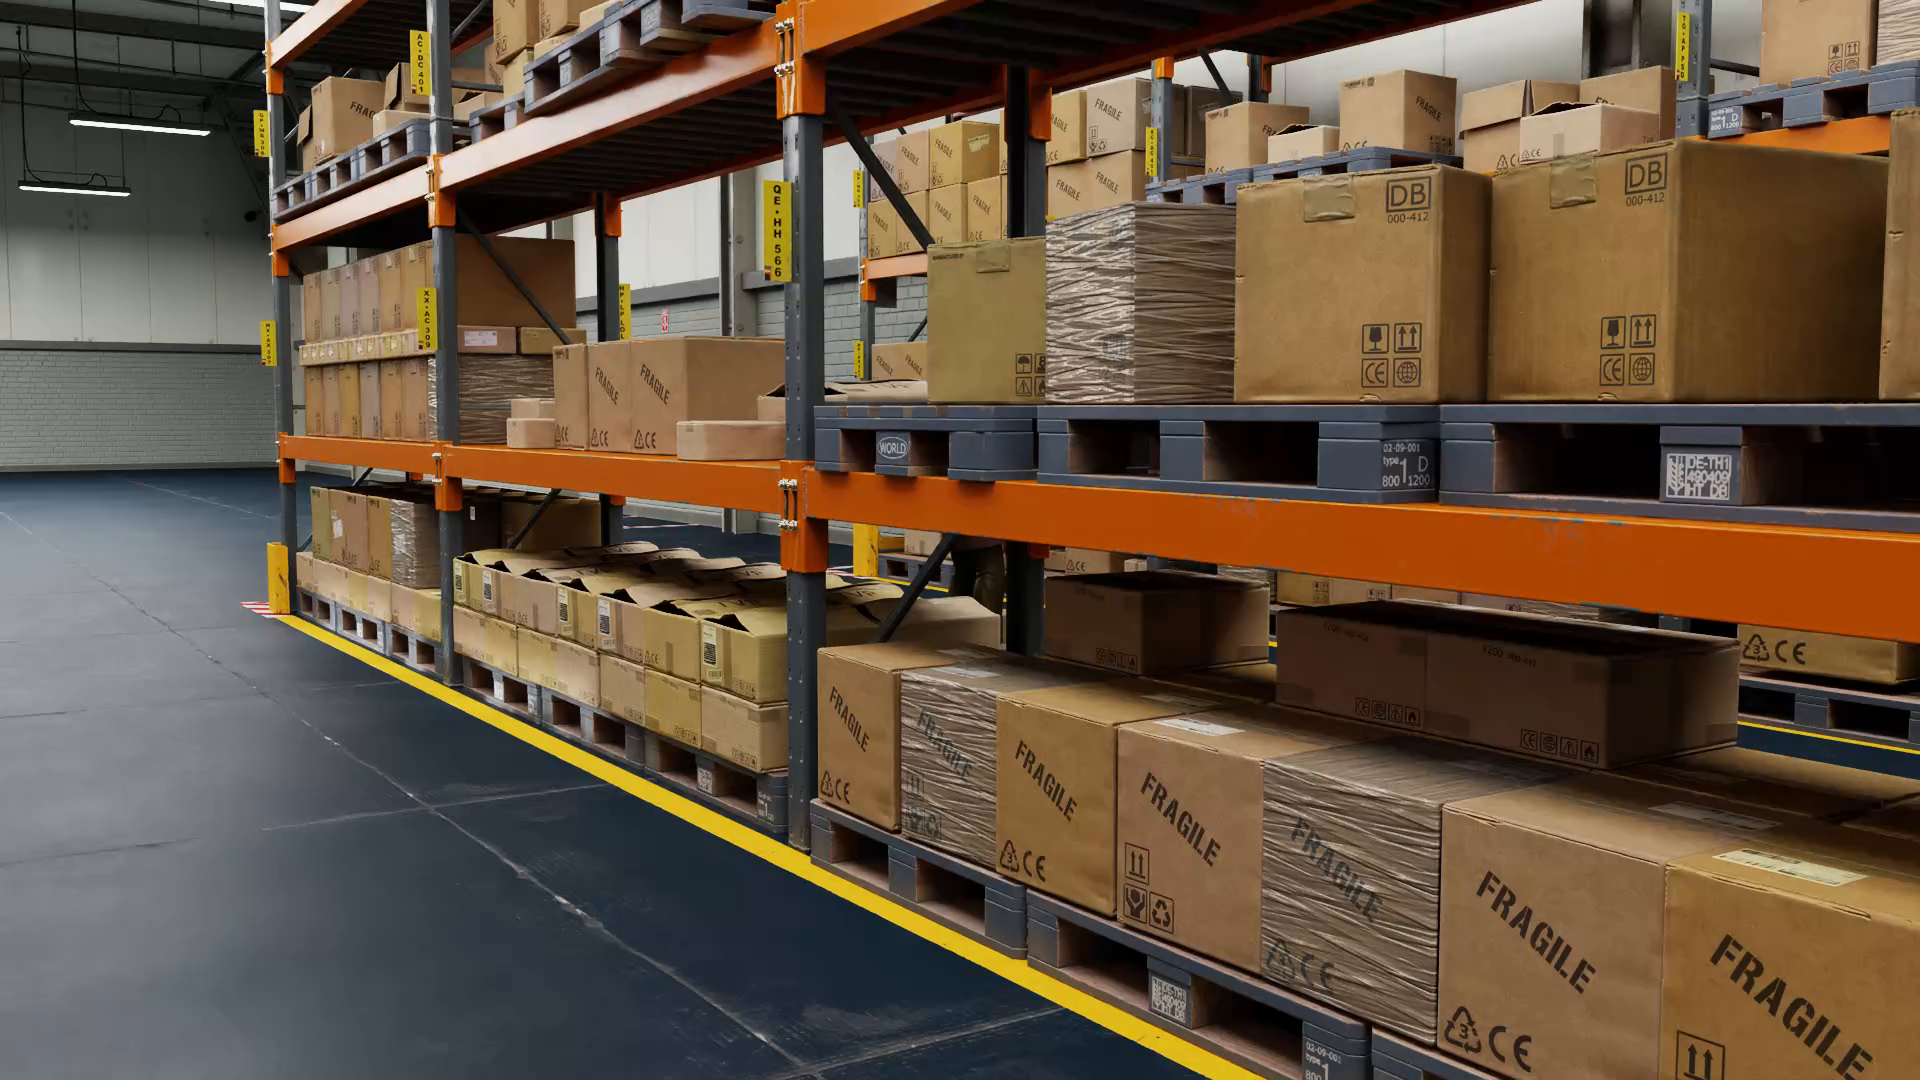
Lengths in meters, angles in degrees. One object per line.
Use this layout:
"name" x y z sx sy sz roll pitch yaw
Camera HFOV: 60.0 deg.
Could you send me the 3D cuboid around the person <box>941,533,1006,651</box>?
"person" 0.081 -0.182 10.055 0.424 1.773 0.653 -3 6 -37
